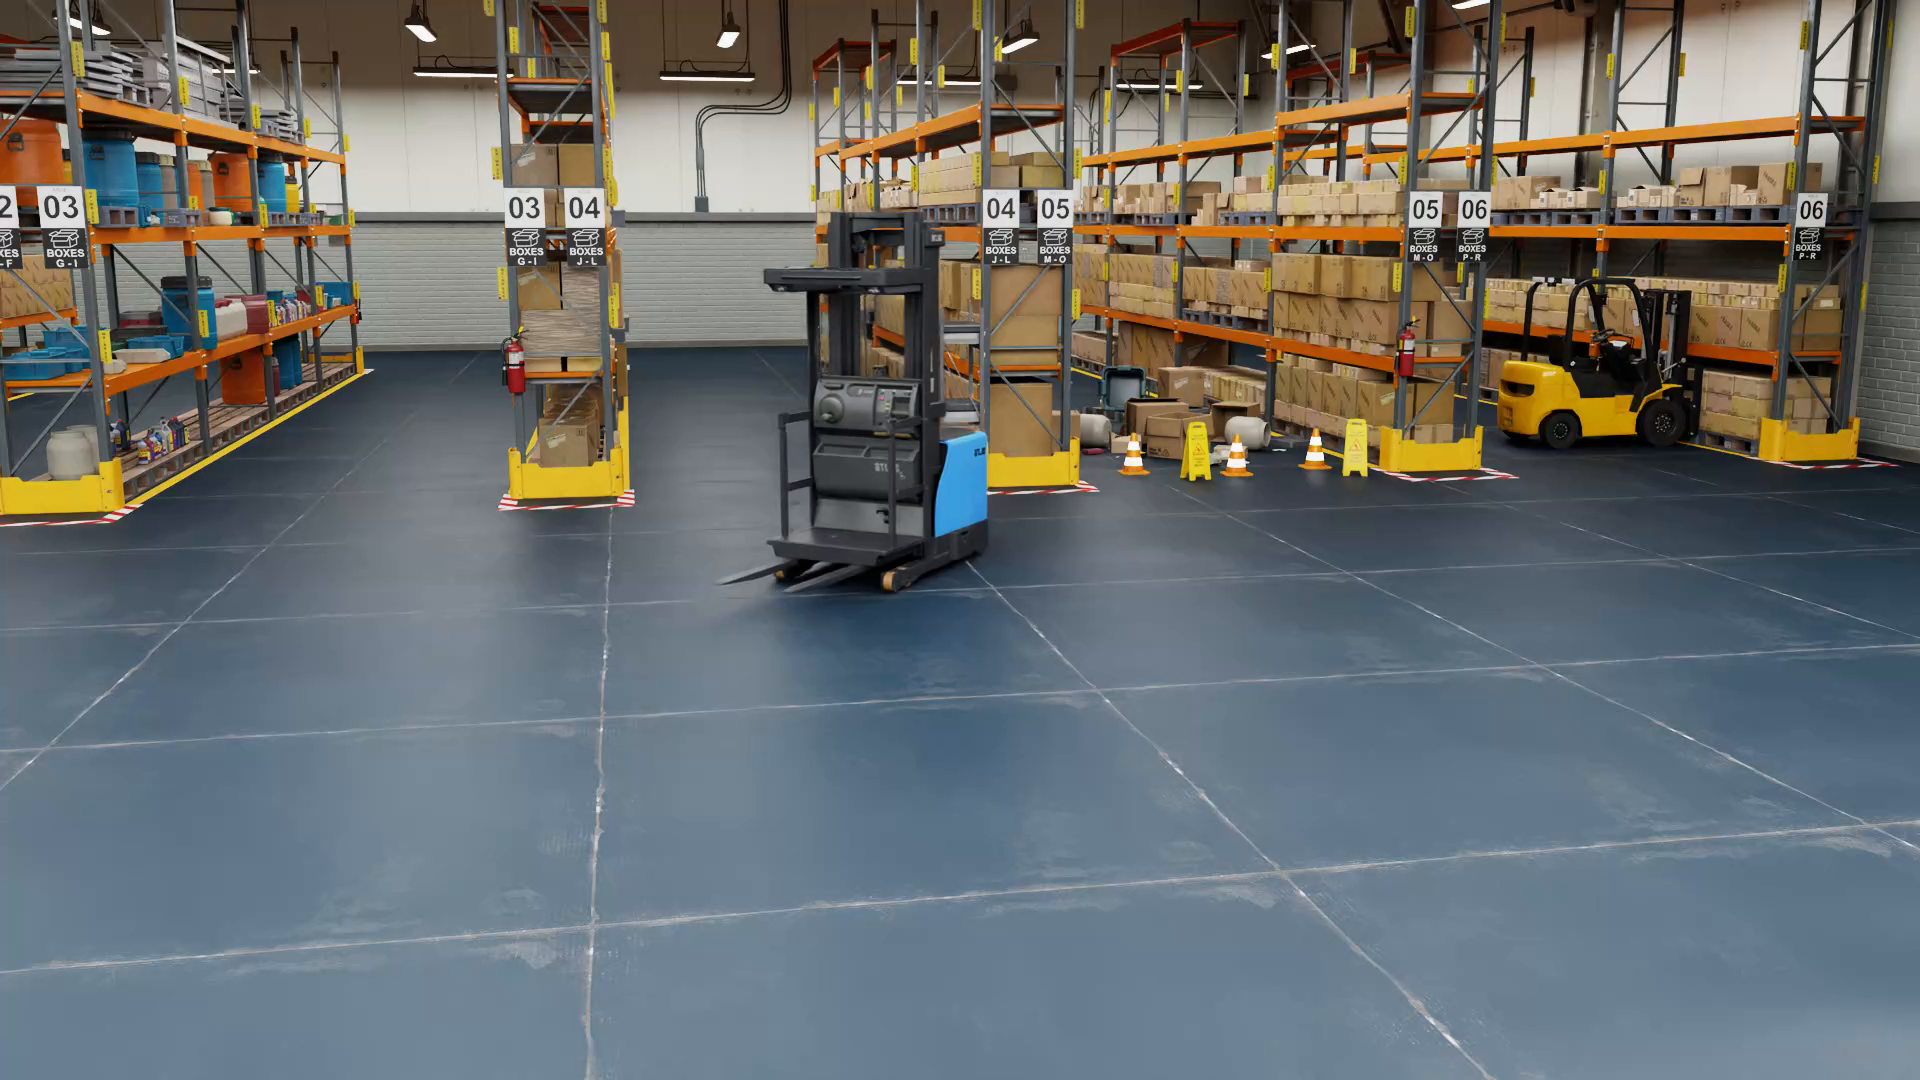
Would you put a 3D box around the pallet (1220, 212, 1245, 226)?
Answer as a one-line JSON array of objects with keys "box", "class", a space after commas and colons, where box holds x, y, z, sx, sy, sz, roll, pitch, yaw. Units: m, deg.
[{"box": [4.559, -4.723, 24.470, 1.213, 0.211, 1.003, -2, 11, -11], "class": "pallet"}]

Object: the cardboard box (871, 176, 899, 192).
[{"box": [-1.168, -5.533, 25.909, 0.396, 0.266, 0.258, -2, 11, -11], "class": "cardboard box"}]

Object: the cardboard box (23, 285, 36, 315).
[{"box": [-16.245, -4.120, 28.554, 0.500, 0.500, 0.500, -2, 11, -11], "class": "cardboard box"}]

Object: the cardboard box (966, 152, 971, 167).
[{"box": [0.276, -4.195, 18.342, 0.380, 0.149, 0.250, -2, 11, -11], "class": "cardboard box"}]

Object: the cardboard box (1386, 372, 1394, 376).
[{"box": [5.471, -1.875, 21.253, 0.500, 0.500, 0.500, -2, 11, -10], "class": "cardboard box"}]

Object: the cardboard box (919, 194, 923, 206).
[{"box": [-0.319, -4.363, 21.354, 0.380, 0.149, 0.250, -2, 11, -12], "class": "cardboard box"}]

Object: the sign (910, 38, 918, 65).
[{"box": [-0.586, -6.259, 21.305, 0.100, 0.325, 0.005, -2, 11, -11], "class": "sign"}]

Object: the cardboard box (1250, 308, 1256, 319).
[{"box": [4.375, -3.251, 23.803, 0.380, 0.149, 0.250, -2, 11, -13], "class": "cardboard box"}]

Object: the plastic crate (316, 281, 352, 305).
[{"box": [-11.885, -4.687, 31.546, 0.616, 0.435, 0.499, -2, 11, -11], "class": "plastic crate"}]

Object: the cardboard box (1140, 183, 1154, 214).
[{"box": [3.374, -5.810, 28.287, 0.500, 0.500, 0.500, -2, 11, -10], "class": "cardboard box"}]

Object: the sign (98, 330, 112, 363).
[{"box": [-8.481, -1.916, 16.499, 0.100, 0.325, 0.005, -2, 11, -11], "class": "sign"}]

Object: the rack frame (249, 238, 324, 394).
[{"box": [-11.355, -3.962, 27.988, 1.000, 3.000, 0.127, -2, 11, -11], "class": "rack frame"}]

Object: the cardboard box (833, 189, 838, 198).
[{"box": [-2.091, -6.284, 30.163, 0.380, 0.149, 0.250, -2, 11, -11], "class": "cardboard box"}]

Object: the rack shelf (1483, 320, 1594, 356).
[{"box": [9.259, -3.229, 26.065, 1.077, 0.370, 4.000, -2, 11, -11], "class": "rack shelf"}]

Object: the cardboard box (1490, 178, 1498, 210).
[{"box": [8.772, -5.586, 26.842, 0.500, 0.500, 0.500, -2, 11, -11], "class": "cardboard box"}]

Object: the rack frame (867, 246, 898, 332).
[{"box": [-1.612, -4.303, 29.784, 1.000, 3.000, 0.127, -2, 11, -11], "class": "rack frame"}]

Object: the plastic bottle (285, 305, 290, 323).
[{"box": [-10.632, -3.576, 26.275, 0.061, 0.283, 0.133, -2, 11, -11], "class": "plastic bottle"}]

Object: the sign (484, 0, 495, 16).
[{"box": [-4.712, -5.408, 16.621, 0.100, 0.325, 0.005, -2, 11, -11], "class": "sign"}]

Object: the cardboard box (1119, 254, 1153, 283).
[{"box": [3.153, -4.859, 29.761, 0.500, 0.500, 0.500, -2, 11, -11], "class": "cardboard box"}]

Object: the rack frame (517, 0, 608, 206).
[{"box": [-4.941, -5.621, 20.664, 1.000, 3.000, 0.127, -2, 11, -11], "class": "rack frame"}]

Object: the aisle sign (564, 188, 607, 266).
[{"box": [-3.857, -3.217, 17.125, 0.394, 0.787, 0.004, -2, 11, -11], "class": "aisle sign"}]

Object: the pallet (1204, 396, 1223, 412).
[{"box": [4.386, -2.032, 25.307, 1.003, 0.211, 1.213, -2, 11, -11], "class": "pallet"}]

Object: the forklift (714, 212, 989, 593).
[{"box": [-0.855, -1.123, 13.259, 1.130, 2.935, 3.031, 5, 12, 26], "class": "forklift"}]

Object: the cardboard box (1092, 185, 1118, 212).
[{"box": [2.930, -6.528, 31.782, 0.797, 0.503, 0.637, -1, 11, -7], "class": "cardboard box"}]

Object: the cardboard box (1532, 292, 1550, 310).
[{"box": [9.101, -3.657, 25.450, 0.500, 0.250, 0.500, -2, 11, -10], "class": "cardboard box"}]

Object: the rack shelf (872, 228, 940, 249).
[{"box": [-0.445, -4.323, 23.789, 1.077, 0.370, 4.000, -2, 11, -11], "class": "rack shelf"}]

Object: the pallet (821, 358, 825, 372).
[{"box": [-2.252, -3.503, 33.037, 1.003, 0.211, 1.213, -2, 11, -11], "class": "pallet"}]

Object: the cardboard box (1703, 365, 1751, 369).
[{"box": [10.238, -2.202, 22.300, 0.500, 0.250, 0.500, -2, 11, -12], "class": "cardboard box"}]

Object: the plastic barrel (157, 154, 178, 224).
[{"box": [-10.239, -4.419, 21.030, 0.600, 0.901, 0.600, 0, 11, 0], "class": "plastic barrel"}]

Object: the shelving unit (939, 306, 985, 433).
[{"box": [-0.032, -1.062, 15.160, 0.431, 2.100, 0.503, -2, 11, -11], "class": "shelving unit"}]

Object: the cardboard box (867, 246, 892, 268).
[{"box": [-1.461, -5.082, 30.135, 0.500, 0.500, 0.500, -2, 11, -10], "class": "cardboard box"}]

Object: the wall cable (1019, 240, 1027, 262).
[{"box": [1.326, -6.783, 40.013, 0.585, 1.953, 0.123, -2, 11, -11], "class": "wall cable"}]

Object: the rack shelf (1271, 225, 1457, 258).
[{"box": [5.169, -3.788, 20.978, 1.077, 0.370, 4.000, -2, 11, -11], "class": "rack shelf"}]

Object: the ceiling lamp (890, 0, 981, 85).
[{"box": [-0.455, -11.454, 35.698, 2.000, 3.185, 0.800, -2, 11, -11], "class": "ceiling lamp"}]

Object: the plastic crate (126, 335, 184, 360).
[{"box": [-9.318, -2.228, 19.278, 0.499, 0.251, 0.616, -2, 11, -11], "class": "plastic crate"}]

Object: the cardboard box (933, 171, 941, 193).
[{"box": [-0.038, -4.353, 20.236, 0.500, 0.250, 0.500, -2, 11, -12], "class": "cardboard box"}]

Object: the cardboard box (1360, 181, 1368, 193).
[{"box": [5.083, -4.283, 20.192, 0.380, 0.149, 0.250, -2, 11, -11], "class": "cardboard box"}]

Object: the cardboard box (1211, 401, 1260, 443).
[{"box": [3.653, -1.562, 22.060, 0.500, 0.500, 0.500, 6, 12, 28], "class": "cardboard box"}]

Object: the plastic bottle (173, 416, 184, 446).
[{"box": [-9.392, -1.301, 19.920, 0.144, 0.351, 0.185, -2, 11, -13], "class": "plastic bottle"}]

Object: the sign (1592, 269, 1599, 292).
[{"box": [9.117, -3.724, 23.857, 0.100, 0.325, 0.005, -2, 11, -11], "class": "sign"}]

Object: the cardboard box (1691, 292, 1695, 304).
[{"box": [9.850, -3.187, 21.916, 0.380, 0.149, 0.250, -2, 11, -11], "class": "cardboard box"}]

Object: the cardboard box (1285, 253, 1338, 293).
[{"box": [4.730, -3.538, 22.026, 0.700, 0.500, 0.500, -2, 11, -11], "class": "cardboard box"}]

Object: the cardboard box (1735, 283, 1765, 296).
[{"box": [9.993, -3.145, 20.902, 0.380, 0.149, 0.250, -2, 11, -10], "class": "cardboard box"}]

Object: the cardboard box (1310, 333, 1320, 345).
[{"box": [4.766, -2.607, 21.543, 0.380, 0.149, 0.250, -2, 11, -11], "class": "cardboard box"}]

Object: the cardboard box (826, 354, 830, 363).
[{"box": [-2.368, -3.502, 32.074, 0.380, 0.149, 0.250, -3, 11, -14], "class": "cardboard box"}]

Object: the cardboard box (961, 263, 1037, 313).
[{"box": [0.490, -2.874, 18.983, 0.875, 0.550, 0.550, -2, 11, -11], "class": "cardboard box"}]

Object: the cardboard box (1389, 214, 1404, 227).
[{"box": [5.214, -3.707, 19.298, 0.380, 0.149, 0.250, -2, 11, -11], "class": "cardboard box"}]

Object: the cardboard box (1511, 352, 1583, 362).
[{"box": [9.244, -2.631, 26.227, 0.875, 0.625, 0.625, -3, 11, -13], "class": "cardboard box"}]

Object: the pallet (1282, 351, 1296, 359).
[{"box": [7.485, -3.887, 35.053, 1.003, 0.211, 1.213, -2, 11, -11], "class": "pallet"}]

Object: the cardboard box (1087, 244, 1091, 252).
[{"box": [2.665, -5.643, 32.144, 0.380, 0.149, 0.250, -2, 11, -12], "class": "cardboard box"}]

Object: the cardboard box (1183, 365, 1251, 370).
[{"box": [4.102, -2.580, 26.633, 0.950, 0.372, 0.625, -3, 11, -15], "class": "cardboard box"}]

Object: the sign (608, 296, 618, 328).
[{"box": [-3.631, -2.386, 17.394, 0.100, 0.325, 0.005, -2, 11, -11], "class": "sign"}]
